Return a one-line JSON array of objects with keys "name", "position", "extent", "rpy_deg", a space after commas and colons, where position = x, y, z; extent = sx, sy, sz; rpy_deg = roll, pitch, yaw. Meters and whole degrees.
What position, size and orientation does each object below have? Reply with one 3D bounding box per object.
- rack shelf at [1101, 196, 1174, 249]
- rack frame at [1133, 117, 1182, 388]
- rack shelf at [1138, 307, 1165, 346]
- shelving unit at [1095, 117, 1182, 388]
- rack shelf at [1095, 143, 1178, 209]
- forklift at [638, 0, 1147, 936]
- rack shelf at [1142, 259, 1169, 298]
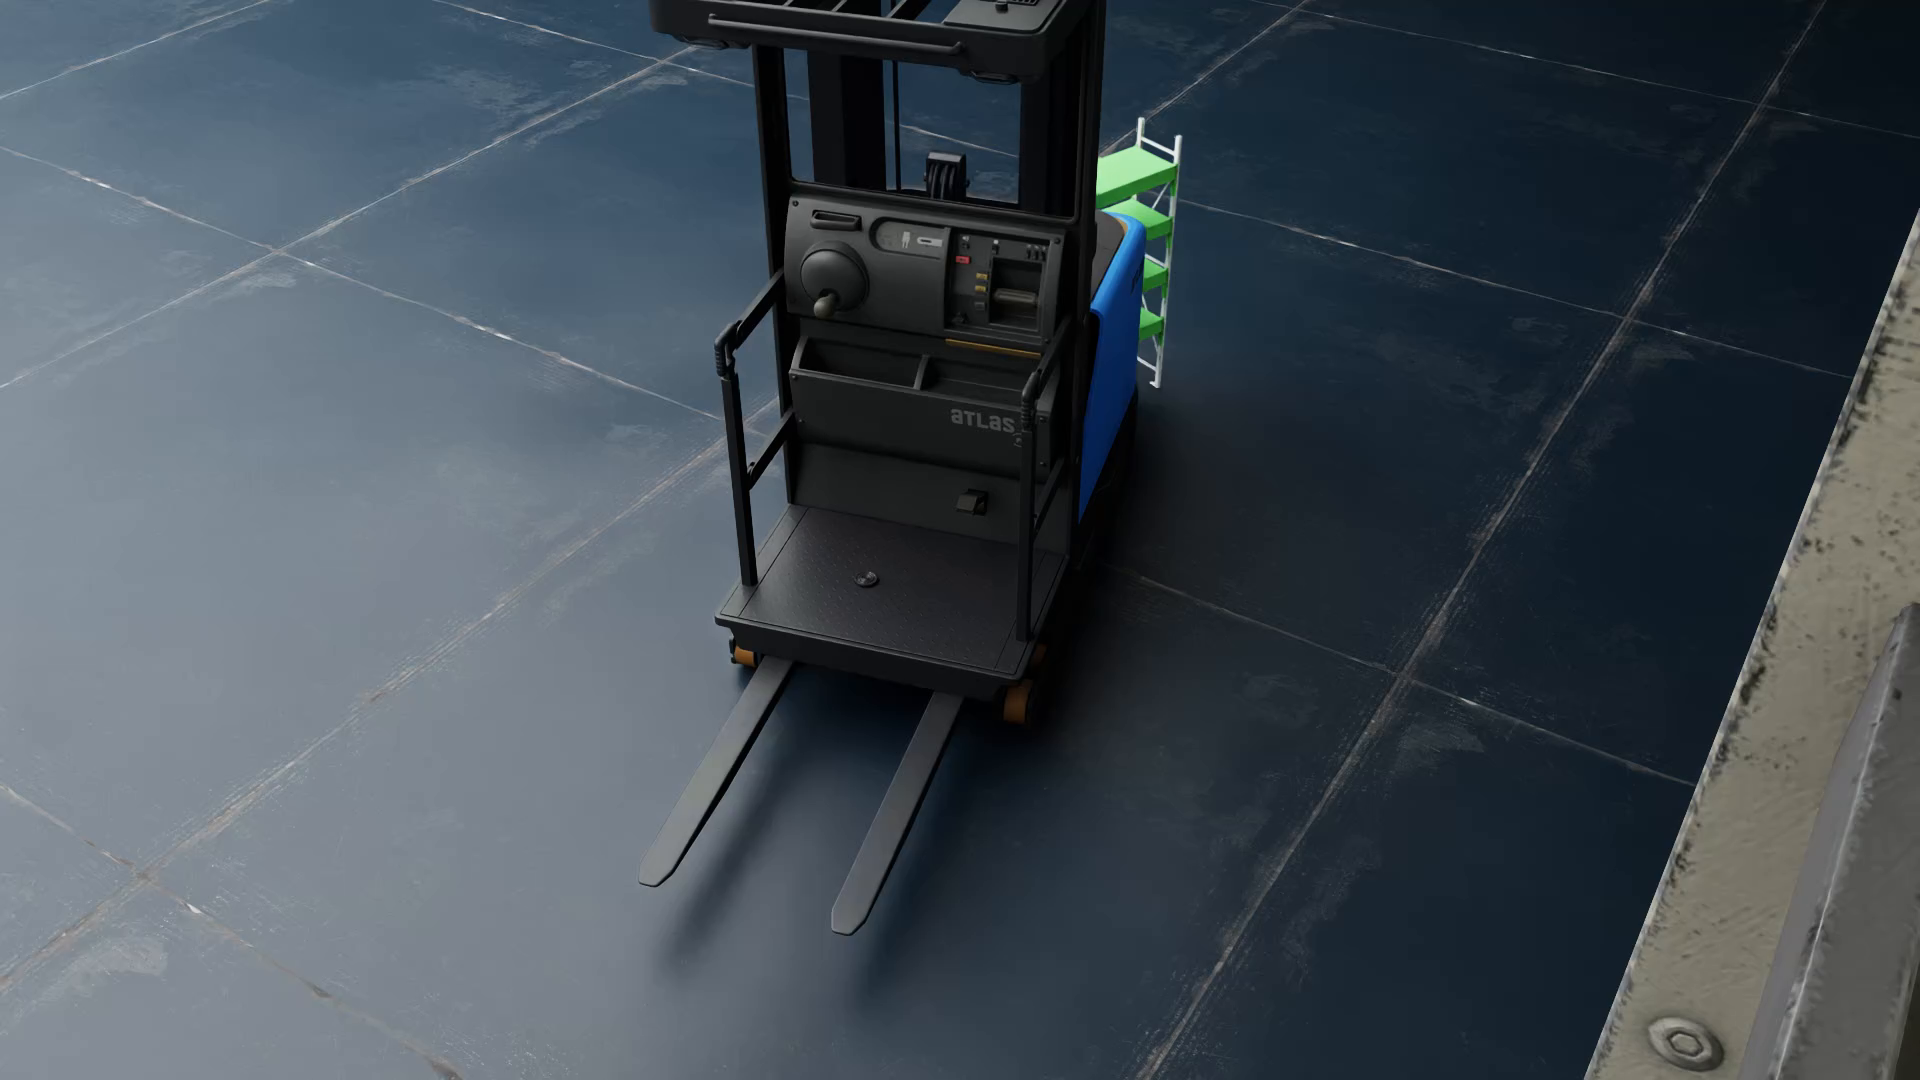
[{"name": "rack shelf", "position": [0.628, -1.260, 6.940], "extent": [0.480, 0.148, 0.258], "rpy_deg": [-26, 45, -30]}, {"name": "rack frame", "position": [0.818, -1.214, 7.169], "extent": [0.015, 1.200, 0.240], "rpy_deg": [-26, 45, -30]}, {"name": "rack shelf", "position": [0.627, -0.881, 7.234], "extent": [0.480, 0.148, 0.258], "rpy_deg": [-26, 45, -30]}, {"name": "shelving unit", "position": [0.628, -1.121, 7.048], "extent": [0.503, 1.200, 0.258], "rpy_deg": [-26, 45, -30]}, {"name": "rack shelf", "position": [0.628, -1.450, 6.793], "extent": [0.480, 0.148, 0.258], "rpy_deg": [-26, 45, -30]}, {"name": "forklift", "position": [-0.184, -0.798, 5.212], "extent": [1.130, 2.935, 3.031], "rpy_deg": [11, 39, 14]}, {"name": "rack shelf", "position": [0.628, -1.070, 7.087], "extent": [0.480, 0.148, 0.258], "rpy_deg": [-26, 45, -30]}]
